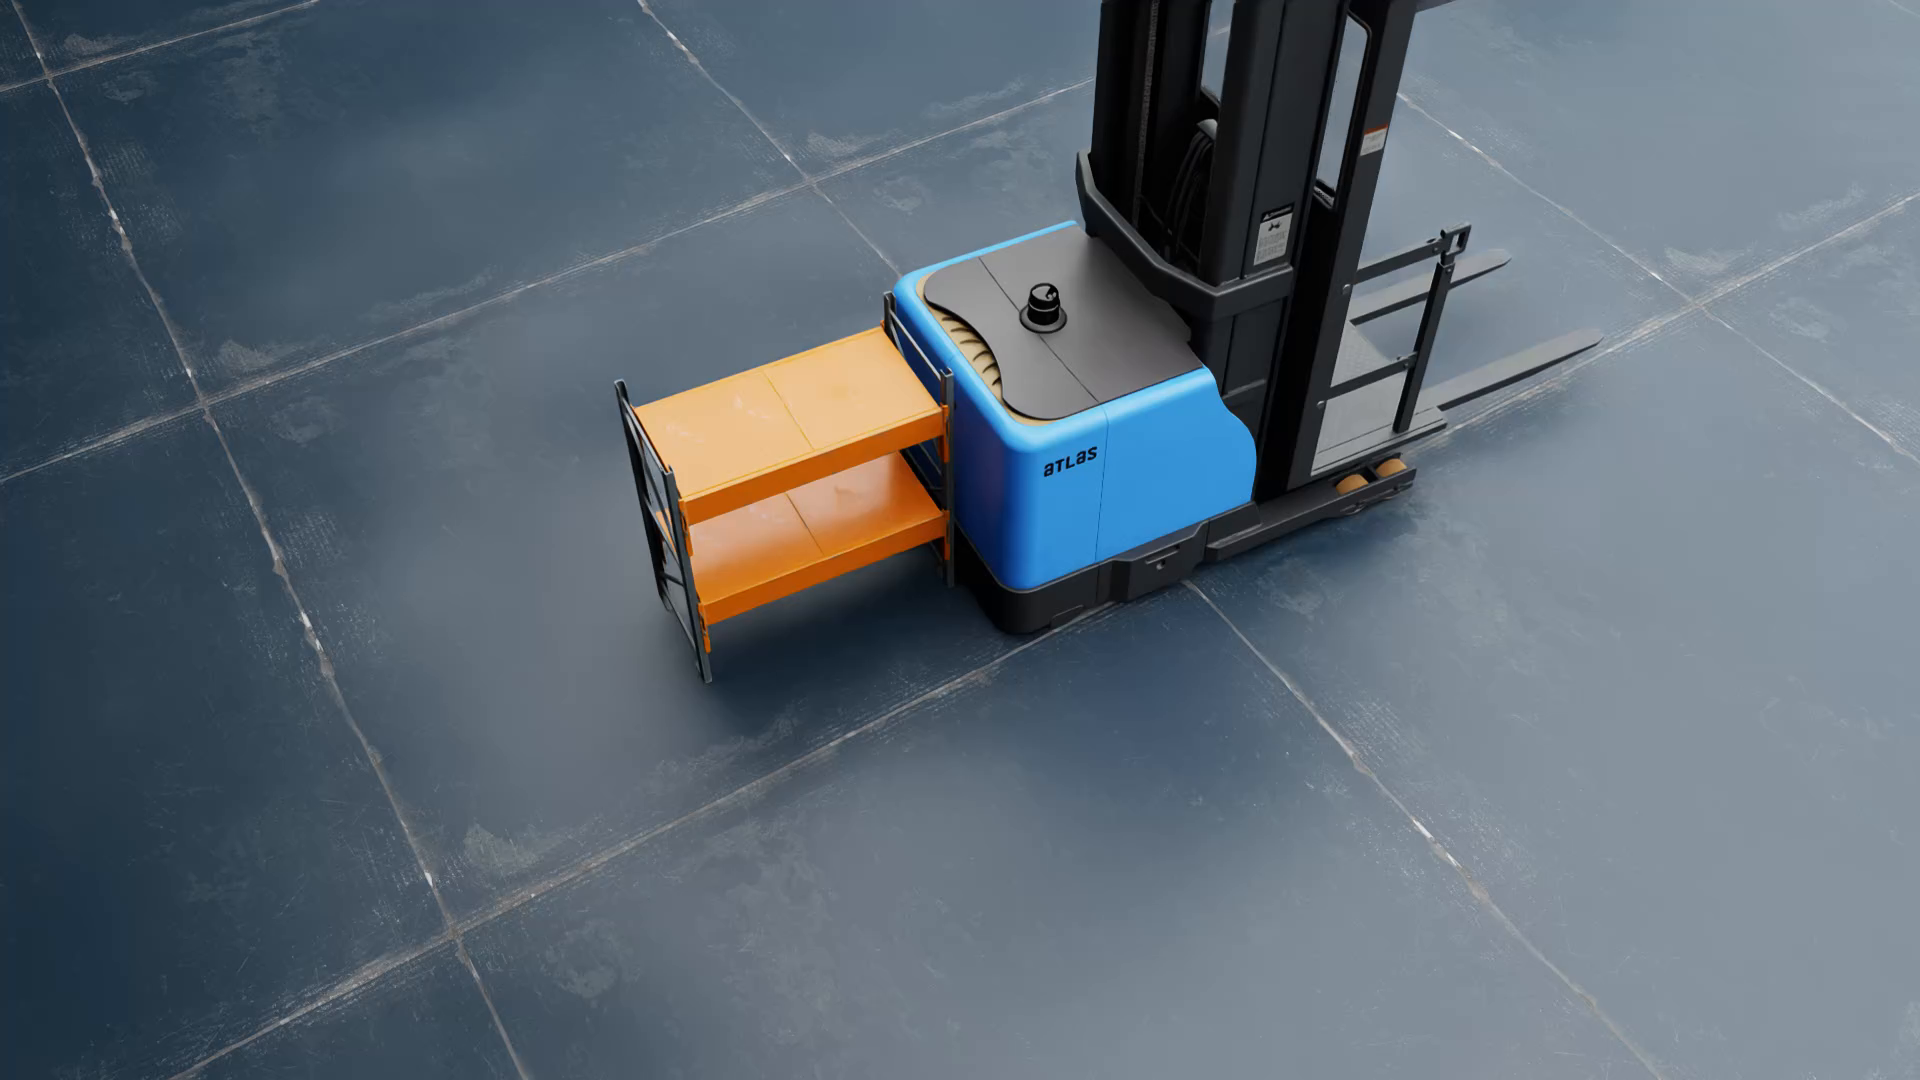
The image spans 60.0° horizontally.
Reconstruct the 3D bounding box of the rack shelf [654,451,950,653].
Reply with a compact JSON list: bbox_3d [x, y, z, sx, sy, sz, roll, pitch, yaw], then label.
[{"bbox_3d":[-0.601,-0.018,6.285,1.000,0.278,0.538,-21,52,-18],"label":"rack shelf"}]

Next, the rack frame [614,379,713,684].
[{"bbox_3d":[-1.053,-0.007,5.948,0.032,1.125,0.500,-21,52,-18],"label":"rack frame"}]

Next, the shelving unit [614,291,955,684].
[{"bbox_3d":[-0.601,-0.180,6.103,1.048,1.125,0.538,-21,52,-18],"label":"shelving unit"}]

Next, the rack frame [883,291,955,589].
[{"bbox_3d":[-0.149,-0.354,6.257,0.032,1.125,0.500,-21,52,-18],"label":"rack frame"}]

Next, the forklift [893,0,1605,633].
[{"bbox_3d":[1.288,-1.411,5.989,3.031,2.935,1.130,-21,52,-18],"label":"forklift"}]

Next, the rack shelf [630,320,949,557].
[{"bbox_3d":[-0.601,-0.375,5.884,1.000,0.278,0.538,-21,52,-18],"label":"rack shelf"}]
